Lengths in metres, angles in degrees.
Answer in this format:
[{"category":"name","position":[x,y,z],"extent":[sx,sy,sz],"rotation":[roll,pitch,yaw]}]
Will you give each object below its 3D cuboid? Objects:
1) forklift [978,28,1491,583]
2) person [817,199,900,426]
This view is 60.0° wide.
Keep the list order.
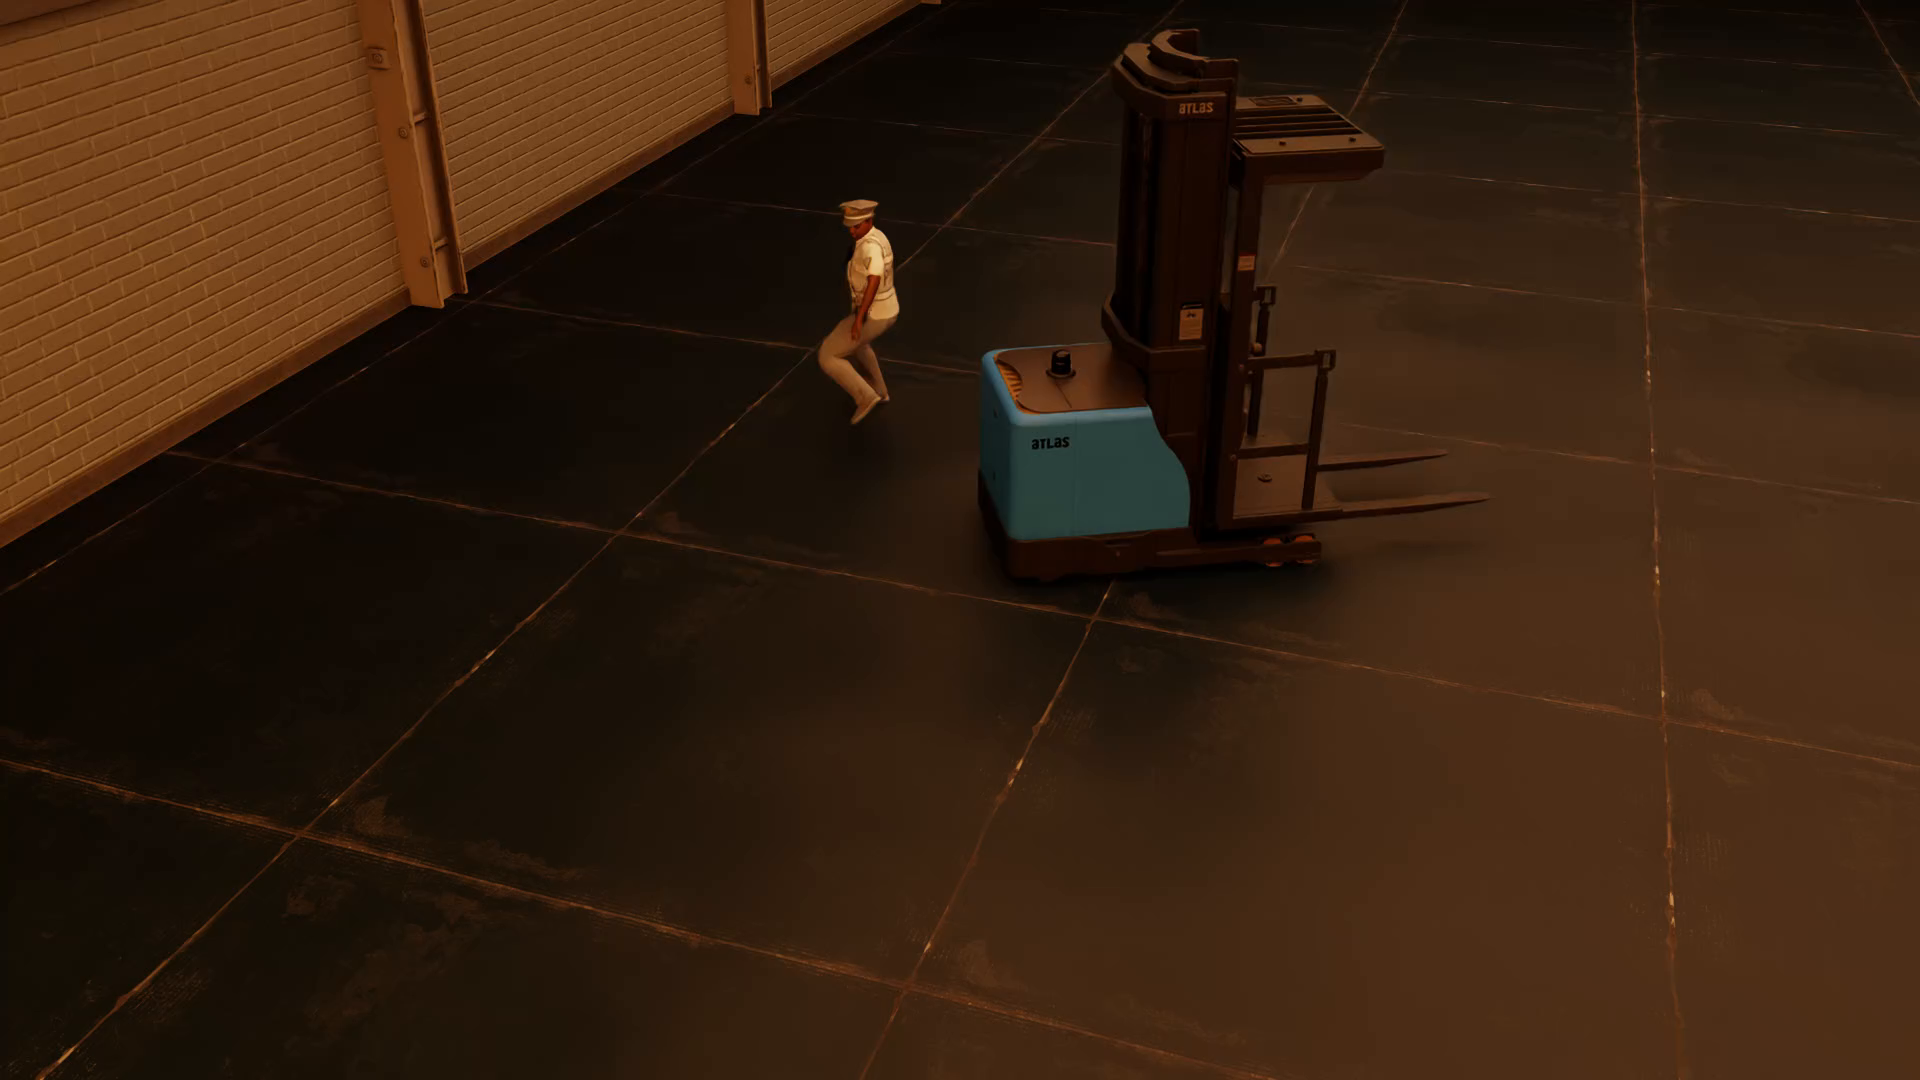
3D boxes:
[{"category":"forklift","position":[1.678,-1.368,9.536],"extent":[3.031,2.935,1.130],"rotation":[-5,30,-9]},{"category":"person","position":[-0.661,-1.555,11.316],"extent":[0.494,1.552,0.910],"rotation":[9,31,15]}]
